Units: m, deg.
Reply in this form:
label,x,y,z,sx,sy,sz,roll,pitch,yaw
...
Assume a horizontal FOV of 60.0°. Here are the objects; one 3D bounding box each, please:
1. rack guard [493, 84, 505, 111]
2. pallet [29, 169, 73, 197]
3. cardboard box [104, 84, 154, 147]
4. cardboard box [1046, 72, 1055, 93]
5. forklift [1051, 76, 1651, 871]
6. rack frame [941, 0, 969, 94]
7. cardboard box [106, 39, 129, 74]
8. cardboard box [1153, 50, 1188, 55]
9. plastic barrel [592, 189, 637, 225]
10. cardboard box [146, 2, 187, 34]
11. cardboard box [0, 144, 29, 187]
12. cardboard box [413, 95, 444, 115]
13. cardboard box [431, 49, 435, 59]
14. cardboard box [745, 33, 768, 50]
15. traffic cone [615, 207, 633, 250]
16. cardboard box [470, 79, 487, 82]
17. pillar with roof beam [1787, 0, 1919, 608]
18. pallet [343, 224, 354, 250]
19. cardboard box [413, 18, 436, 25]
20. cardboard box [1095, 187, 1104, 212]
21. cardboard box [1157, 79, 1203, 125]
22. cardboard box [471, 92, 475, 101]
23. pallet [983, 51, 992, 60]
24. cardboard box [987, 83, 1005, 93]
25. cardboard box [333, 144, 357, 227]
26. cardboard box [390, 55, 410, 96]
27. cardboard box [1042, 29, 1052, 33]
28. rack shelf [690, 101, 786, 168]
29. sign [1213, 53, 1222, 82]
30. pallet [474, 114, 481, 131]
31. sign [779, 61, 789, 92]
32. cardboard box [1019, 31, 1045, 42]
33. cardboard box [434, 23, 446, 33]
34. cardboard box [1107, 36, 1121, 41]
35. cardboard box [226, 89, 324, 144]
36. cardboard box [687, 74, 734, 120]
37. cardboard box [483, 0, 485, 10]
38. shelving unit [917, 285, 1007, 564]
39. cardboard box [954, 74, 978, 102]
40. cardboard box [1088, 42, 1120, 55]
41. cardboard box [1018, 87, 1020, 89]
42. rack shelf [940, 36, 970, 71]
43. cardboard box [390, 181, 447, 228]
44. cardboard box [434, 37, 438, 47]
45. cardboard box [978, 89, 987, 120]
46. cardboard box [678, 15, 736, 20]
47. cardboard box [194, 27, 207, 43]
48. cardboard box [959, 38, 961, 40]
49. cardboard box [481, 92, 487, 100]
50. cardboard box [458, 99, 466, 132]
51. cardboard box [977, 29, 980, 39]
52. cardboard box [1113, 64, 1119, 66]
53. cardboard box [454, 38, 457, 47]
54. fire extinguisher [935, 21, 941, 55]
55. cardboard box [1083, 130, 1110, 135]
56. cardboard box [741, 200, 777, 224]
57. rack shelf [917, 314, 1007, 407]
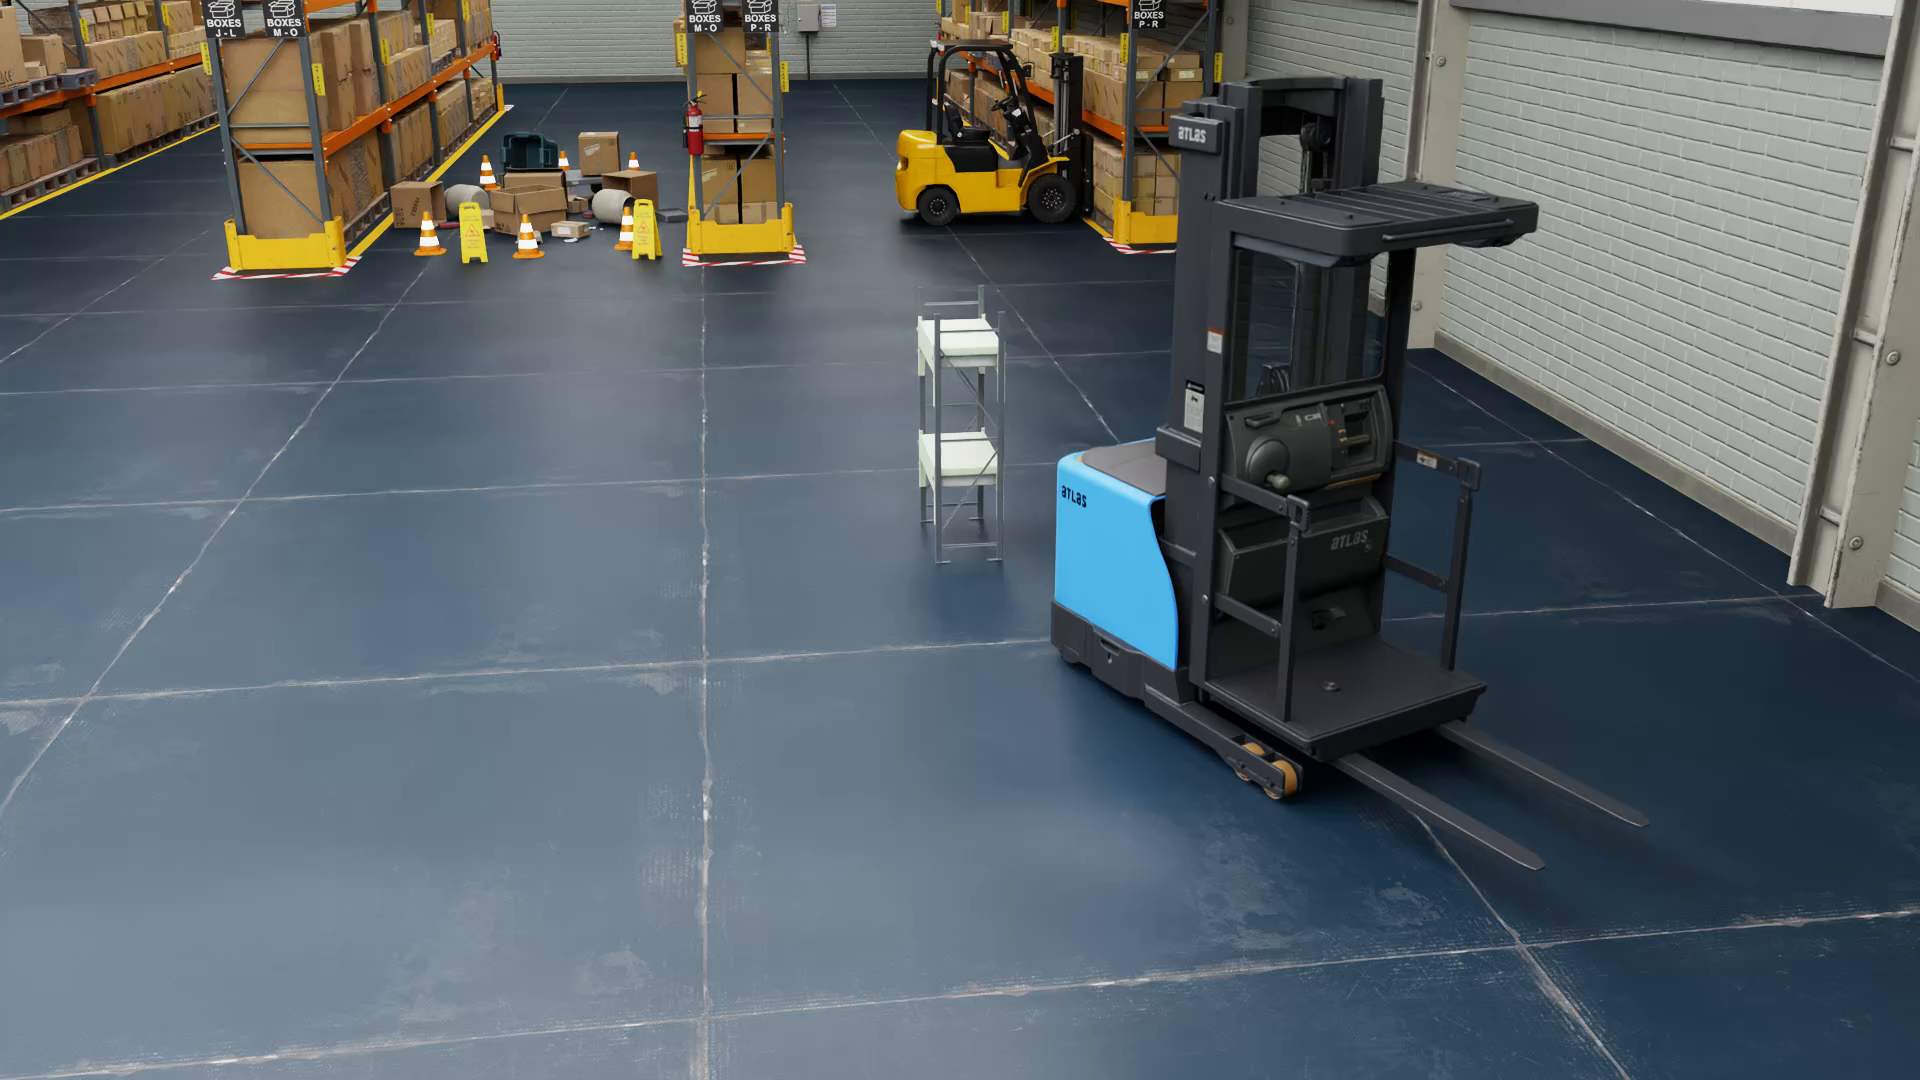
label,x,y,z,sx,sy,sz,roll,pitch,yaw
rack guard,-9.677,-8.777,33.002,1.175,0.500,0.348,-3,21,-8
pallet,-13.174,-4.991,23.277,1.003,0.211,1.213,-3,21,-8
cardboard box,-13.657,-6.740,26.411,1.225,0.875,0.875,-3,21,-8
cardboard box,1.505,-6.447,23.405,0.500,0.250,0.500,-2,21,-7
forklift,1.665,-0.435,7.192,1.130,2.935,3.031,-12,24,-29
rack frame,0.107,-10.511,34.071,1.000,3.000,0.127,-3,21,-8
cardboard box,-13.412,-7.574,26.065,0.500,0.500,0.500,-3,21,-9
cardboard box,2.520,-5.771,19.886,0.380,0.149,0.250,-3,21,-7
plastic barrel,-4.294,-4.151,20.726,0.512,0.421,0.421,12,24,30
cardboard box,-13.913,-9.144,29.130,0.500,0.500,0.500,-3,21,-8
cardboard box,-12.998,-5.019,22.312,0.700,0.500,0.500,-3,21,-8
cardboard box,-8.395,-6.833,26.123,0.500,0.250,0.500,-4,21,-10
cardboard box,-8.477,-7.635,26.130,0.380,0.149,0.250,-2,21,-5
cardboard box,-2.858,-6.664,22.603,0.500,0.500,0.500,-2,21,-6
traffic cone,-3.836,-3.615,19.233,0.336,0.463,0.334,-3,21,-8
cardboard box,-9.382,-8.854,32.259,0.380,0.149,0.250,-3,21,-7
pillar with roof beam,0.675,-3.696,7.251,9.100,9.000,0.400,-3,21,-8
pallet,-7.574,-3.401,19.021,1.003,0.211,1.213,-3,21,-8
cardboard box,-9.461,-8.929,29.267,0.500,0.500,0.500,-3,21,-8
cardboard box,1.971,-4.199,20.501,0.500,0.250,0.500,-3,21,-8
cardboard box,2.617,-5.203,19.718,0.500,0.500,0.500,-2,21,-6
cardboard box,-8.937,-7.957,29.859,0.380,0.149,0.250,-2,21,-5
pallet,0.975,-8.324,28.490,1.003,0.211,1.213,-3,21,-8
cardboard box,0.689,-7.955,29.273,0.380,0.149,0.250,-3,21,-8
cardboard box,-7.674,-4.172,19.536,0.875,0.875,0.875,-3,21,-9
cardboard box,-7.911,-6.410,22.949,0.500,0.500,0.500,-3,21,-8
cardboard box,1.507,-7.989,26.249,0.380,0.149,0.250,-2,21,-6
rack shelf,-2.786,-5.075,20.545,1.077,0.370,4.000,-3,21,-8
sign,2.964,-5.440,19.143,0.100,0.325,0.005,-3,21,-8
pallet,-9.243,-7.514,30.032,1.003,0.211,1.213,-3,21,-8
sign,-1.961,-5.152,18.487,0.100,0.325,0.005,-3,21,-8
cardboard box,1.117,-7.786,25.706,0.380,0.149,0.250,-2,21,-6
cardboard box,-8.715,-8.459,27.487,0.380,0.149,0.250,-4,21,-10
cardboard box,2.177,-6.662,22.270,0.380,0.149,0.250,-3,21,-9
cardboard box,-7.480,-4.631,18.114,0.875,0.550,0.550,-3,21,-8
cardboard box,-2.849,-5.080,18.961,0.500,0.500,0.500,-3,21,-9
cardboard box,-9.303,-10.308,31.530,0.500,0.500,0.500,-4,21,-10
shelving unit,0.001,-0.700,9.948,0.431,1.500,0.755,-3,21,-8
cardboard box,0.163,-8.834,32.554,0.500,0.500,0.500,-3,21,-7
cardboard box,1.853,-6.279,21.245,0.380,0.149,0.250,-3,21,-8
cardboard box,1.158,-7.983,29.347,0.380,0.149,0.250,-2,21,-6
rack shelf,0.395,-9.481,32.343,1.077,0.370,4.000,-3,21,-8
cardboard box,-6.719,-4.164,20.647,0.500,0.500,0.500,1,20,2
cardboard box,-8.560,-7.960,26.575,0.380,0.149,0.250,-3,21,-8
cardboard box,0.617,-7.789,29.755,0.500,0.500,0.500,-3,21,-8
cardboard box,-3.128,-6.242,20.646,0.700,0.500,0.500,-3,21,-9
cardboard box,-14.132,-9.322,30.677,0.500,0.250,0.500,-4,21,-10
cardboard box,0.192,-9.463,31.624,0.380,0.149,0.250,-3,21,-9
cardboard box,-9.147,-8.358,31.357,0.380,0.149,0.250,-2,21,-5
cardboard box,-8.682,-7.194,28.163,0.500,0.500,0.500,-3,21,-9
cardboard box,0.504,-8.759,28.973,0.396,0.266,0.258,-2,21,-5
cardboard box,2.043,-5.608,19.873,0.380,0.149,0.250,-3,21,-7
cardboard box,-8.858,-8.541,28.556,0.380,0.149,0.250,-3,21,-9
fire extinguisher,-0.371,-10.327,34.223,0.296,0.674,0.183,-3,21,-8
cardboard box,1.743,-5.200,21.753,0.500,0.250,0.500,-2,21,-6
cardboard box,-2.340,-3.921,19.758,0.500,0.250,0.500,-3,21,-8
rack shelf,0.001,-1.066,9.811,0.431,0.370,0.720,-3,21,-8
